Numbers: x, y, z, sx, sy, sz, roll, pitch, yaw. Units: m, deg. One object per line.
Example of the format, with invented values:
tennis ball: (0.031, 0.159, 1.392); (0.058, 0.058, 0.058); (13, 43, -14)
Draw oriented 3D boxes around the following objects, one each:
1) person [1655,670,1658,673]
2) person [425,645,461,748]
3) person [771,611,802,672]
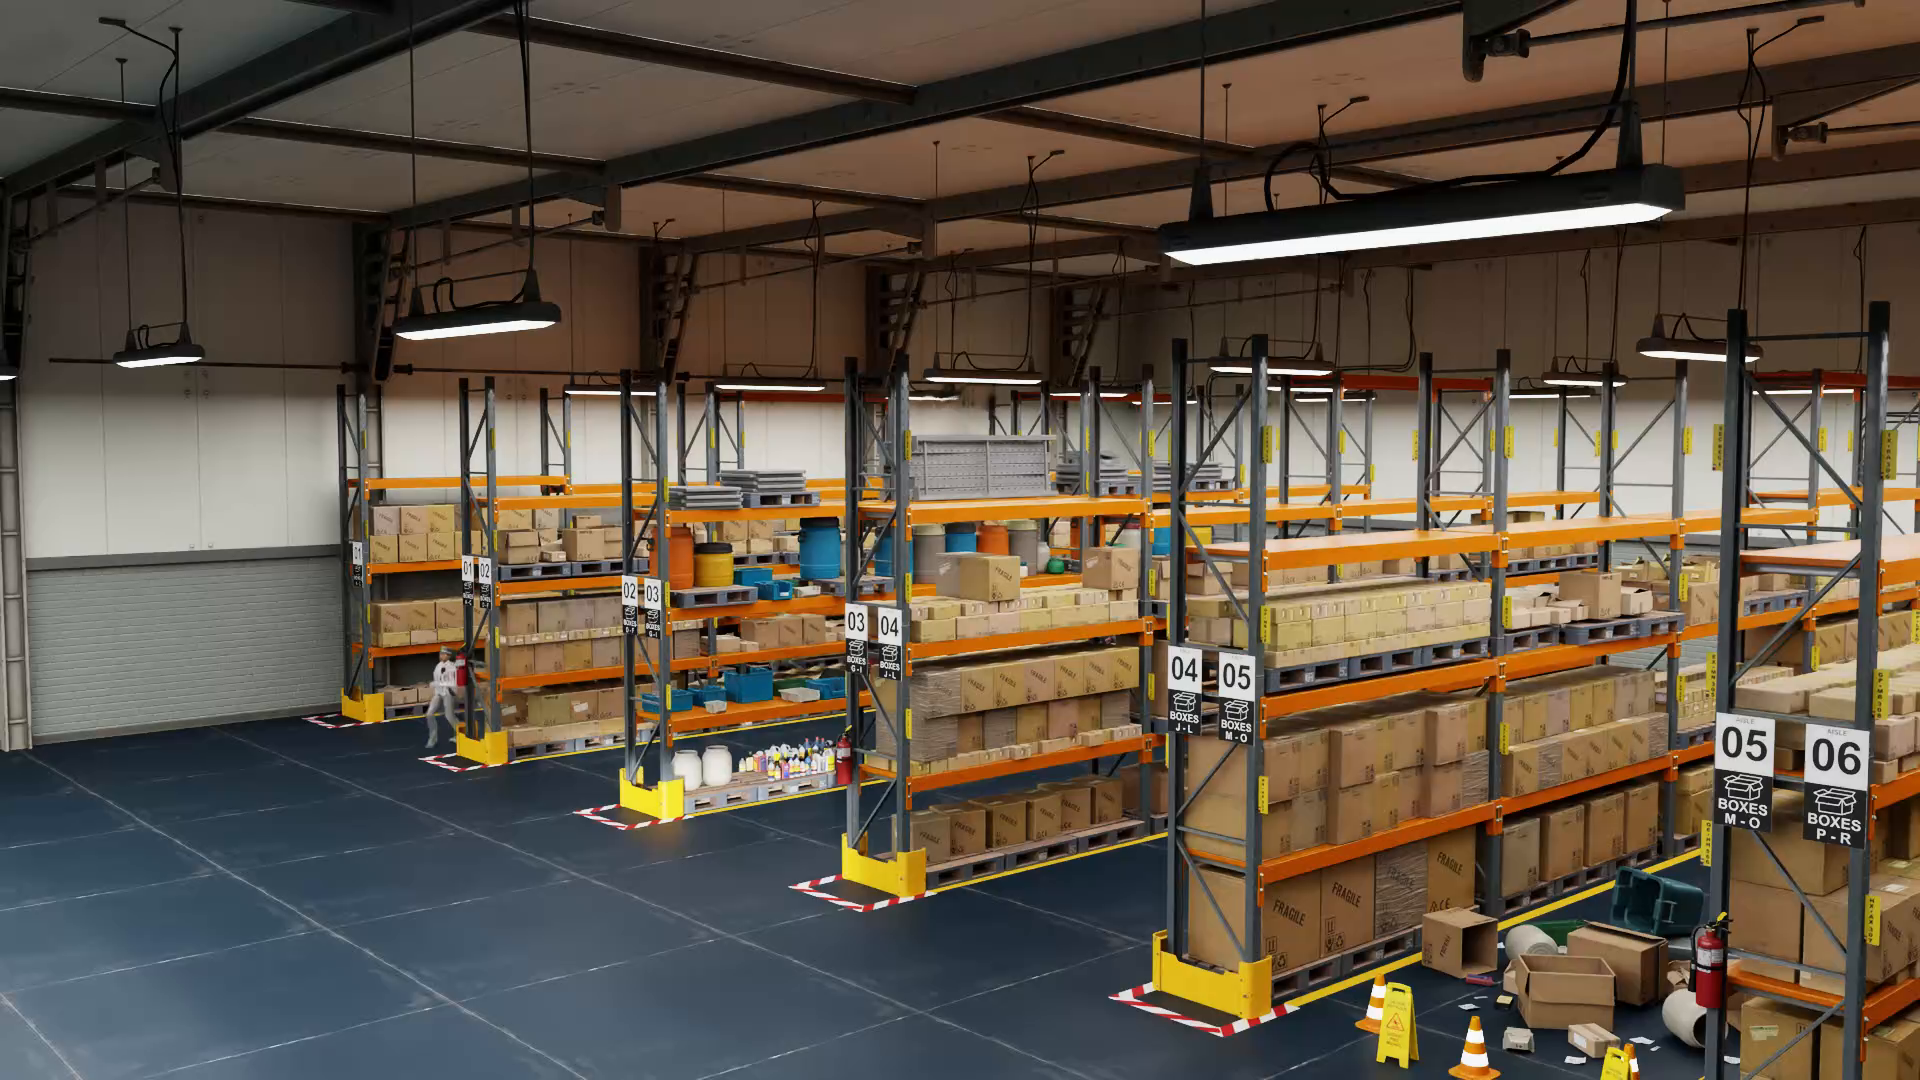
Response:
person: (10.232, 2.739, 24.603); (0.901, 1.639, 0.593); (-3, 5, -37)
person: (-8.379, 2.567, 27.206); (0.602, 1.734, 0.719); (3, 5, 35)
person: (-3.543, 2.057, 33.419); (0.891, 1.764, 0.655); (-3, 5, -42)
